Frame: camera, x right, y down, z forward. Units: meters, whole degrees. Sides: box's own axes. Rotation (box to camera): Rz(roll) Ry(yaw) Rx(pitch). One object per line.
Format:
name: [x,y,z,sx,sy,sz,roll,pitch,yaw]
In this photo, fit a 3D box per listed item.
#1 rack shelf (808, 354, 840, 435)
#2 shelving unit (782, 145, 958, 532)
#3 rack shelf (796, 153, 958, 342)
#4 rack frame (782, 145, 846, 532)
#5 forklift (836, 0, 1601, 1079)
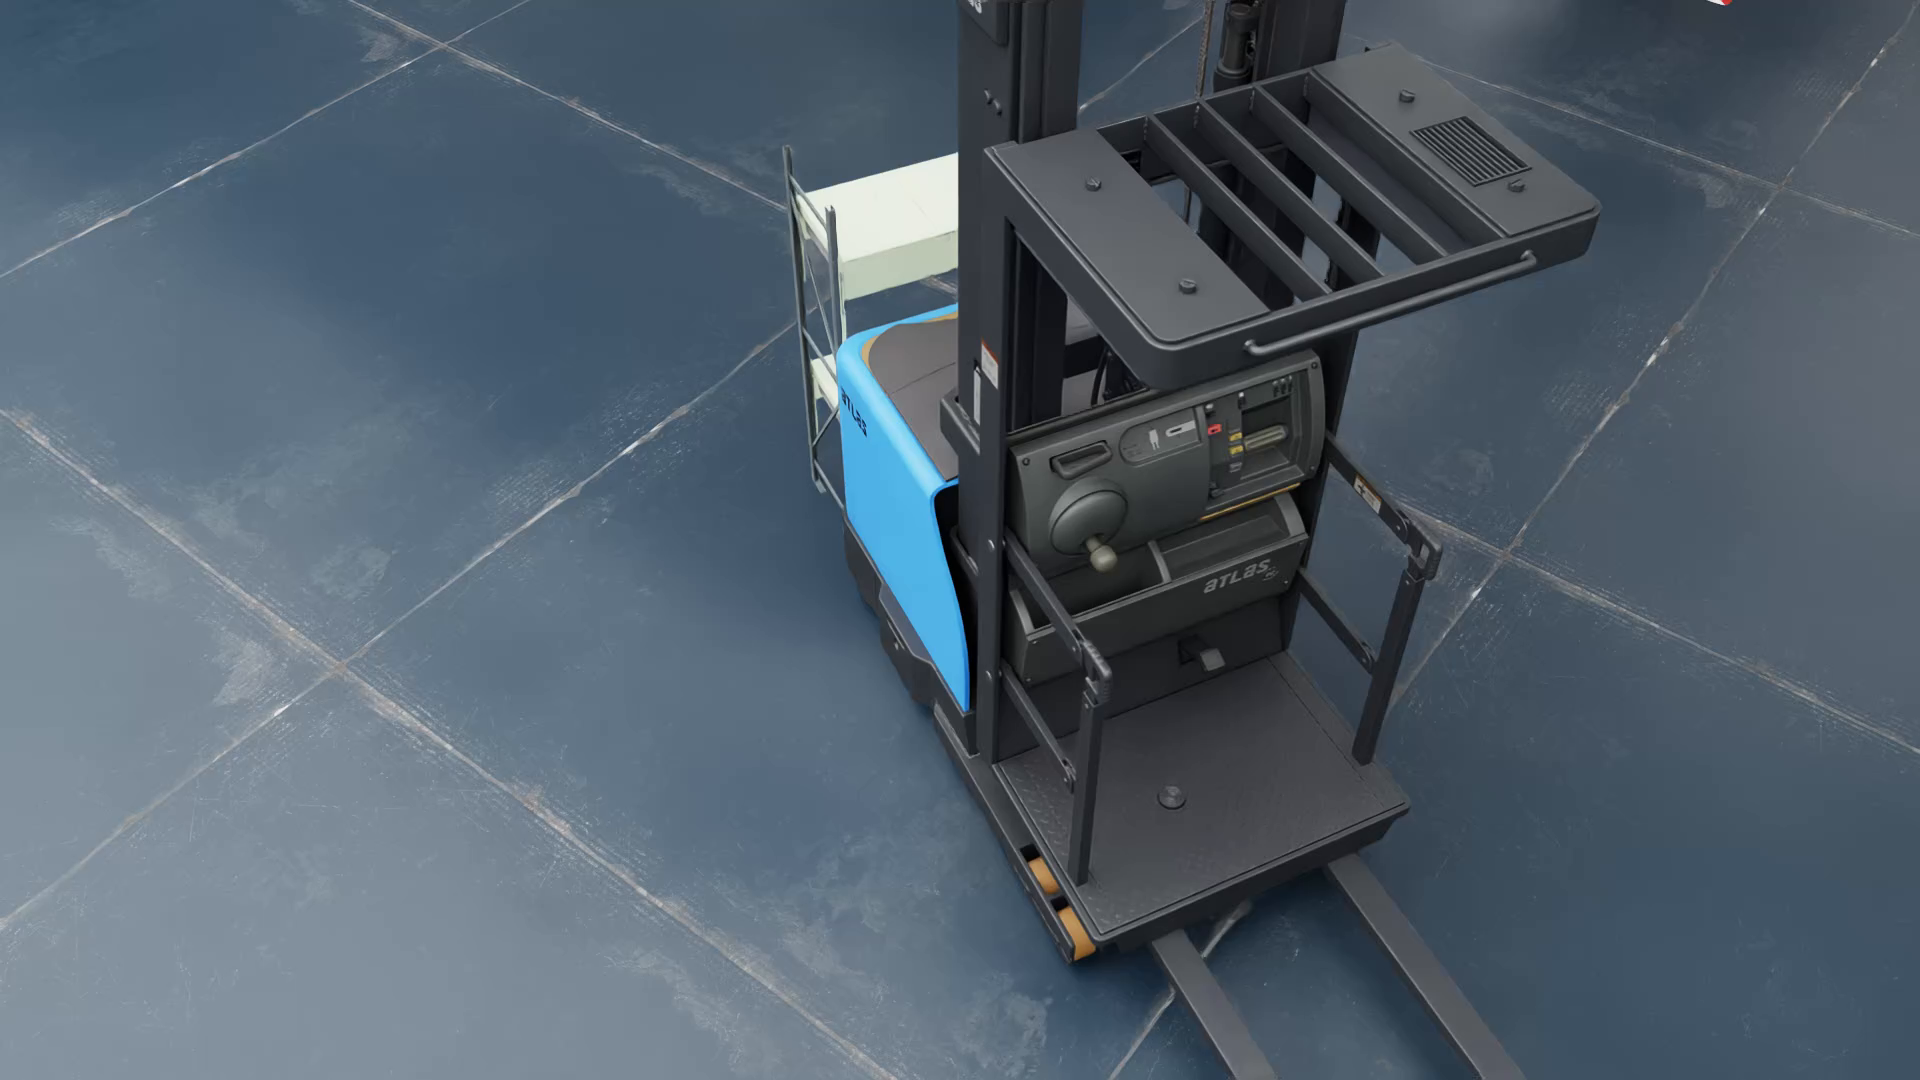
rack shelf: [-0.151,-0.520,6.160,0.720,0.370,0.431,-19,49,-17]
shelving unit: [-0.151,-0.745,5.924,0.755,1.500,0.431,-19,49,-17]
rack shelf: [-0.151,-1.014,5.642,0.720,0.370,0.431,-19,49,-17]
rack frame: [-0.481,-0.631,5.816,0.023,1.500,0.400,-19,49,-17]
forklift: [0.671,-0.112,4.330,1.130,2.935,3.031,-19,49,-17]
